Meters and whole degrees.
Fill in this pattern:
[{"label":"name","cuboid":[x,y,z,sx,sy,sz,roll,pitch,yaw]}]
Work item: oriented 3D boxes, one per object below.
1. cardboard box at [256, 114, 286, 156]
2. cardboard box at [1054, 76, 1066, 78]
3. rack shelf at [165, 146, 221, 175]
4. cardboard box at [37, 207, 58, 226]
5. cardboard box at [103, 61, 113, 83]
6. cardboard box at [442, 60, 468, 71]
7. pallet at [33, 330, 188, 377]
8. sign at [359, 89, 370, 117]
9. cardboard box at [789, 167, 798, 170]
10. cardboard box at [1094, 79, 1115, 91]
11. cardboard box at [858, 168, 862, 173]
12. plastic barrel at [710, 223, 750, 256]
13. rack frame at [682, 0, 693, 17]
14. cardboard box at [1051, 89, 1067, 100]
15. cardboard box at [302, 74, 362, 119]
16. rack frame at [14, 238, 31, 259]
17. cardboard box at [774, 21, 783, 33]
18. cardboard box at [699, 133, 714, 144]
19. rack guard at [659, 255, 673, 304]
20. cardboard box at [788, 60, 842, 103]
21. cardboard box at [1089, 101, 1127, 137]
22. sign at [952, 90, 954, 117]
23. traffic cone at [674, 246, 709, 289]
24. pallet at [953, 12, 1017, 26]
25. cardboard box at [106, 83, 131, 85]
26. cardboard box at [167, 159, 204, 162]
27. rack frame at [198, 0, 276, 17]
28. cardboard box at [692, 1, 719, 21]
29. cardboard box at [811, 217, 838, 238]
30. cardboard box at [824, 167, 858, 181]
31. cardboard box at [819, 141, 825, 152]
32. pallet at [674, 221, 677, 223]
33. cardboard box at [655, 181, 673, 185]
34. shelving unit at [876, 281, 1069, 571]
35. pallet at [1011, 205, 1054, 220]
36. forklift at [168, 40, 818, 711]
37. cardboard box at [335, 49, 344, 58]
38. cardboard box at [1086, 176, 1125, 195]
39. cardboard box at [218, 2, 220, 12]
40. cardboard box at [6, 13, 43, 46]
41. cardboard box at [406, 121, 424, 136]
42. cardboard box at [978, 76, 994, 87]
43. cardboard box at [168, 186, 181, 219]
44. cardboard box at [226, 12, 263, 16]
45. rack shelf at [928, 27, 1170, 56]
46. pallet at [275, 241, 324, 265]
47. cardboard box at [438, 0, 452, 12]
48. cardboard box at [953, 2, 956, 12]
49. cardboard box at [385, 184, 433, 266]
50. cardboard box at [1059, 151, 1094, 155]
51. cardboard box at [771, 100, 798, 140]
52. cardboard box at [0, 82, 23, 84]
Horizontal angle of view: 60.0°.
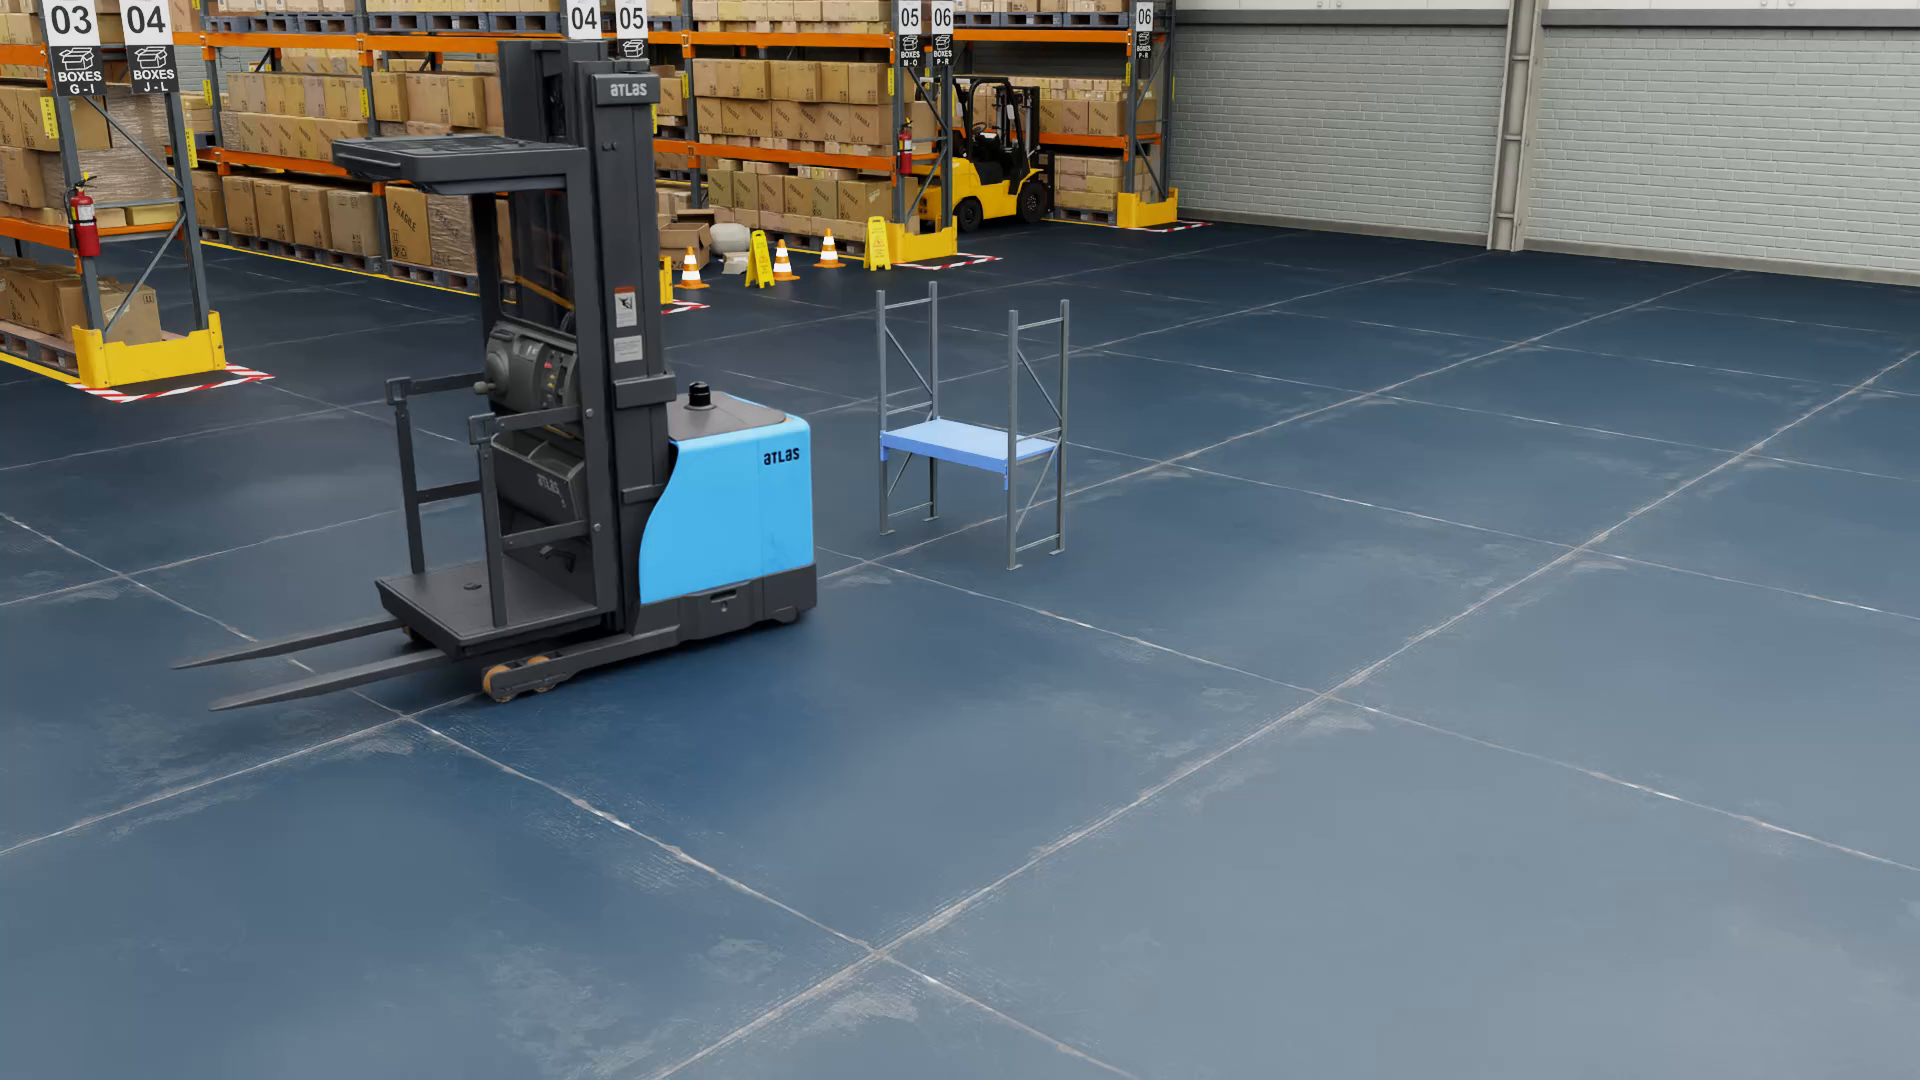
[{"label":"cardboard box","cuboid":[-8.750,-5.267,21.585,0.500,0.500,0.500,15,23,39]},{"label":"cardboard box","cuboid":[1.573,-7.163,25.993,0.250,0.149,0.380,15,23,40]},{"label":"rack shelf","cuboid":[-11.162,-5.632,24.089,4.000,0.370,1.077,15,23,39]},{"label":"cardboard box","cuboid":[-7.808,-2.845,14.533,0.250,0.149,0.380,15,23,39]},{"label":"cardboard box","cuboid":[-13.189,-7.076,25.139,0.500,0.500,0.500,14,22,37]},{"label":"cardboard box","cuboid":[-8.146,-7.588,27.245,0.500,0.500,0.500,15,23,38]},{"label":"pallet","cuboid":[-7.691,-1.723,15.191,1.213,0.211,1.003,15,23,39]},{"label":"sign","cuboid":[-7.027,-5.160,19.628,0.005,0.325,0.100,15,23,39]},{"label":"cardboard box","cuboid":[-2.462,-4.998,23.513,0.500,0.500,0.500,16,23,40]},{"label":"cardboard box","cuboid":[2.207,-6.797,24.840,0.250,0.149,0.380,15,23,39]},{"label":"cardboard box","cuboid":[-1.709,-6.513,28.907,0.625,0.625,0.875,14,22,37]},{"label":"plastic barrel","cuboid":[-3.022,-3.952,21.864,0.512,0.421,0.421,-3,18,-8]},{"label":"rack frame","cuboid":[-3.464,-8.770,22.870,0.127,3.000,1.000,15,23,39]},{"label":"cardboard box","cuboid":[1.601,-6.800,25.343,0.250,0.149,0.380,14,22,38]},{"label":"cardboard box","cuboid":[-7.813,-5.597,20.972,0.500,0.500,0.700,15,23,40]},{"label":"rack frame","cuboid":[-10.042,-3.669,16.713,0.127,3.000,1.000,15,23,39]},{"label":"cardboard box","cuboid":[-2.239,-6.792,22.012,0.250,0.149,0.380,15,23,40]},{"label":"cardboard box","cuboid":[-3.441,-5.655,23.387,0.250,0.149,0.380,15,23,39]},{"label":"rack guard","cuboid":[-3.664,-2.771,18.017,0.348,0.500,1.175,15,23,39]},{"label":"cardboard box","cuboid":[-1.822,-6.009,21.778,0.500,0.500,0.700,15,23,39]},{"label":"cardboard box","cuboid":[2.277,-6.318,24.897,0.500,0.500,0.500,14,23,38]},{"label":"sign","cuboid":[-0.112,-5.643,21.503,0.005,0.325,0.100,15,23,39]},{"label":"traffic cone","cuboid":[-3.137,-3.186,19.386,0.334,0.463,0.336,15,23,39]},{"label":"pallet","cuboid":[0.483,-8.257,26.357,1.213,0.211,1.003,15,23,39]},{"label":"cardboard box","cuboid":[-7.650,-3.806,14.834,0.500,0.500,0.500,15,23,39]},{"label":"cardboard box","cuboid":[-11.557,-5.544,24.821,0.500,0.250,0.500,16,24,42]},{"label":"rack frame","cuboid":[-9.666,-8.433,21.808,0.127,3.000,1.000,15,23,39]},{"label":"cardboard box","cuboid":[-3.317,-7.260,22.828,0.500,0.250,0.500,14,23,38]},{"label":"cardboard box","cuboid":[-1.637,-4.204,22.252,0.500,0.250,0.500,15,23,39]},{"label":"cardboard box","cuboid":[-1.564,-4.824,21.893,0.250,0.149,0.380,16,24,41]},{"label":"cardboard box","cuboid":[-1.645,-5.225,22.031,0.250,0.149,0.380,15,23,40]},{"label":"pallet","cuboid":[-4.964,-4.983,25.462,1.213,0.211,1.003,15,23,39]},{"label":"cardboard box","cuboid":[-4.919,-5.246,25.333,0.625,0.372,0.950,16,24,41]},{"label":"shelving unit","cuboid":[0.064,-0.698,9.831,1.048,1.500,0.538,15,23,39]},{"label":"pallet","cuboid":[1.312,-5.291,26.435,1.213,0.211,1.003,15,23,39]},{"label":"forklift","cuboid":[-2.222,-0.823,7.860,3.031,2.935,1.130,-14,22,-36]},{"label":"cardboard box","cuboid":[-10.803,-8.611,29.396,0.250,0.149,0.380,14,23,38]},{"label":"cardboard box","cuboid":[2.248,-5.386,25.150,0.500,0.250,0.500,15,23,39]},{"label":"cardboard box","cuboid":[-9.522,-7.028,21.896,0.250,0.149,0.380,14,22,37]},{"label":"cardboard box","cuboid":[-7.579,-4.263,13.875,0.500,0.250,0.500,16,23,40]},{"label":"cardboard box","cuboid":[-5.964,-4.665,19.605,0.550,0.550,0.875,15,23,39]},{"label":"cardboard box","cuboid":[0.446,-7.246,26.255,0.250,0.149,0.380,16,23,40]},{"label":"cardboard box","cuboid":[-11.124,-4.863,23.914,0.500,0.500,0.500,14,22,37]},{"label":"cardboard box","cuboid":[-9.916,-7.226,22.797,0.500,0.500,0.500,15,23,39]},{"label":"rack shelf","cuboid":[1.324,-7.720,25.708,4.000,0.370,1.077,15,23,39]},{"label":"pallet","cuboid":[-8.218,-3.824,21.813,1.213,0.211,1.003,15,23,39]},{"label":"cardboard box","cuboid":[-5.490,-5.873,18.255,0.250,0.149,0.380,15,23,40]},{"label":"cardboard box","cuboid":[-0.038,-8.433,26.324,0.250,0.149,0.380,16,23,40]},{"label":"cardboard box","cuboid":[-6.250,-3.816,19.995,0.875,0.875,0.875,15,23,40]},{"label":"cardboard box","cuboid":[1.843,-5.939,26.065,0.500,0.250,0.500,15,23,39]},{"label":"cardboard box","cuboid":[-2.171,-5.653,22.307,0.500,0.500,0.500,15,23,40]},{"label":"cardboard box","cuboid":[-8.744,-3.888,15.095,0.500,0.500,0.500,15,23,39]}]
